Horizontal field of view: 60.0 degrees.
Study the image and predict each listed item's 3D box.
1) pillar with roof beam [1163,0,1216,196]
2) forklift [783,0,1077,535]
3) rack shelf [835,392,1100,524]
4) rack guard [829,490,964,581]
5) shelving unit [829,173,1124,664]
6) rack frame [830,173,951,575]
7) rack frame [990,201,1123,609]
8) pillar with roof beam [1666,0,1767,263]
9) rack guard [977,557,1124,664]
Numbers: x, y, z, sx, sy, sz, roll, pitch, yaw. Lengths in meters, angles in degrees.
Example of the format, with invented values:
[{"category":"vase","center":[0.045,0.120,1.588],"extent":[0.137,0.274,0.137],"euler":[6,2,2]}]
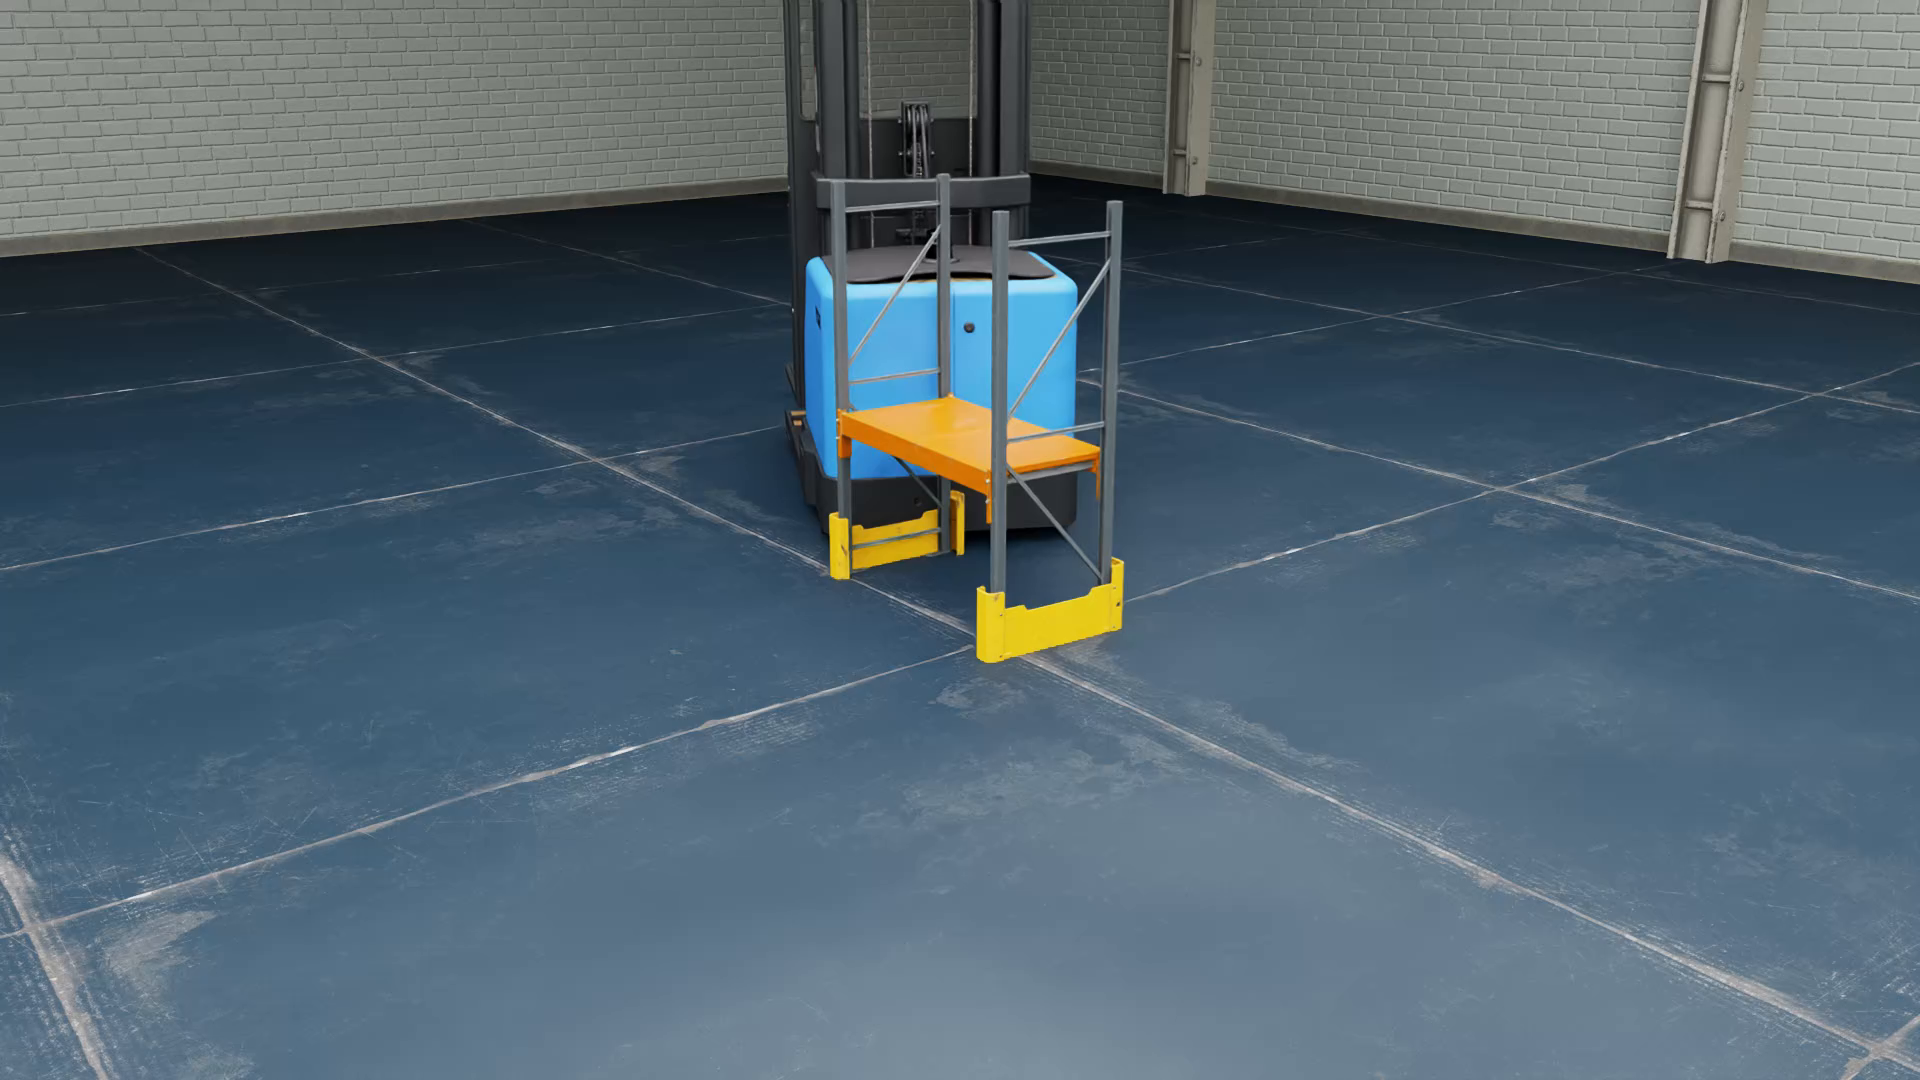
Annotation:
[{"category":"pillar with roof beam","center":[-0.877,-7.282,14.537],"extent":[9.100,9.000,0.400],"euler":[-14,23,-36]},{"category":"forklift","center":[-0.271,-1.825,7.711],"extent":[1.130,2.935,3.031],"euler":[-3,19,-9]},{"category":"rack shelf","center":[0.032,-0.316,6.002],"extent":[0.538,0.185,1.000],"euler":[-12,22,-32]},{"category":"rack guard","center":[-0.241,-0.021,6.527],"extent":[0.587,0.250,0.087],"euler":[-12,22,-32]},{"category":"shelving unit","center":[0.037,-0.484,5.938],"extent":[0.587,1.500,1.083],"euler":[-12,22,-32]},{"category":"rack frame","center":[-0.252,-0.619,6.346],"extent":[0.500,1.500,0.032],"euler":[-12,22,-32]},{"category":"rack frame","center":[0.317,-0.354,5.546],"extent":[0.500,1.500,0.032],"euler":[-12,22,-32]},{"category":"pillar with roof beam","center":[2.848,-5.803,10.072],"extent":[9.100,9.000,0.400],"euler":[-14,23,-36]},{"category":"rack guard","center":[0.316,0.239,5.743],"extent":[0.587,0.250,0.087],"euler":[-12,22,-32]}]
